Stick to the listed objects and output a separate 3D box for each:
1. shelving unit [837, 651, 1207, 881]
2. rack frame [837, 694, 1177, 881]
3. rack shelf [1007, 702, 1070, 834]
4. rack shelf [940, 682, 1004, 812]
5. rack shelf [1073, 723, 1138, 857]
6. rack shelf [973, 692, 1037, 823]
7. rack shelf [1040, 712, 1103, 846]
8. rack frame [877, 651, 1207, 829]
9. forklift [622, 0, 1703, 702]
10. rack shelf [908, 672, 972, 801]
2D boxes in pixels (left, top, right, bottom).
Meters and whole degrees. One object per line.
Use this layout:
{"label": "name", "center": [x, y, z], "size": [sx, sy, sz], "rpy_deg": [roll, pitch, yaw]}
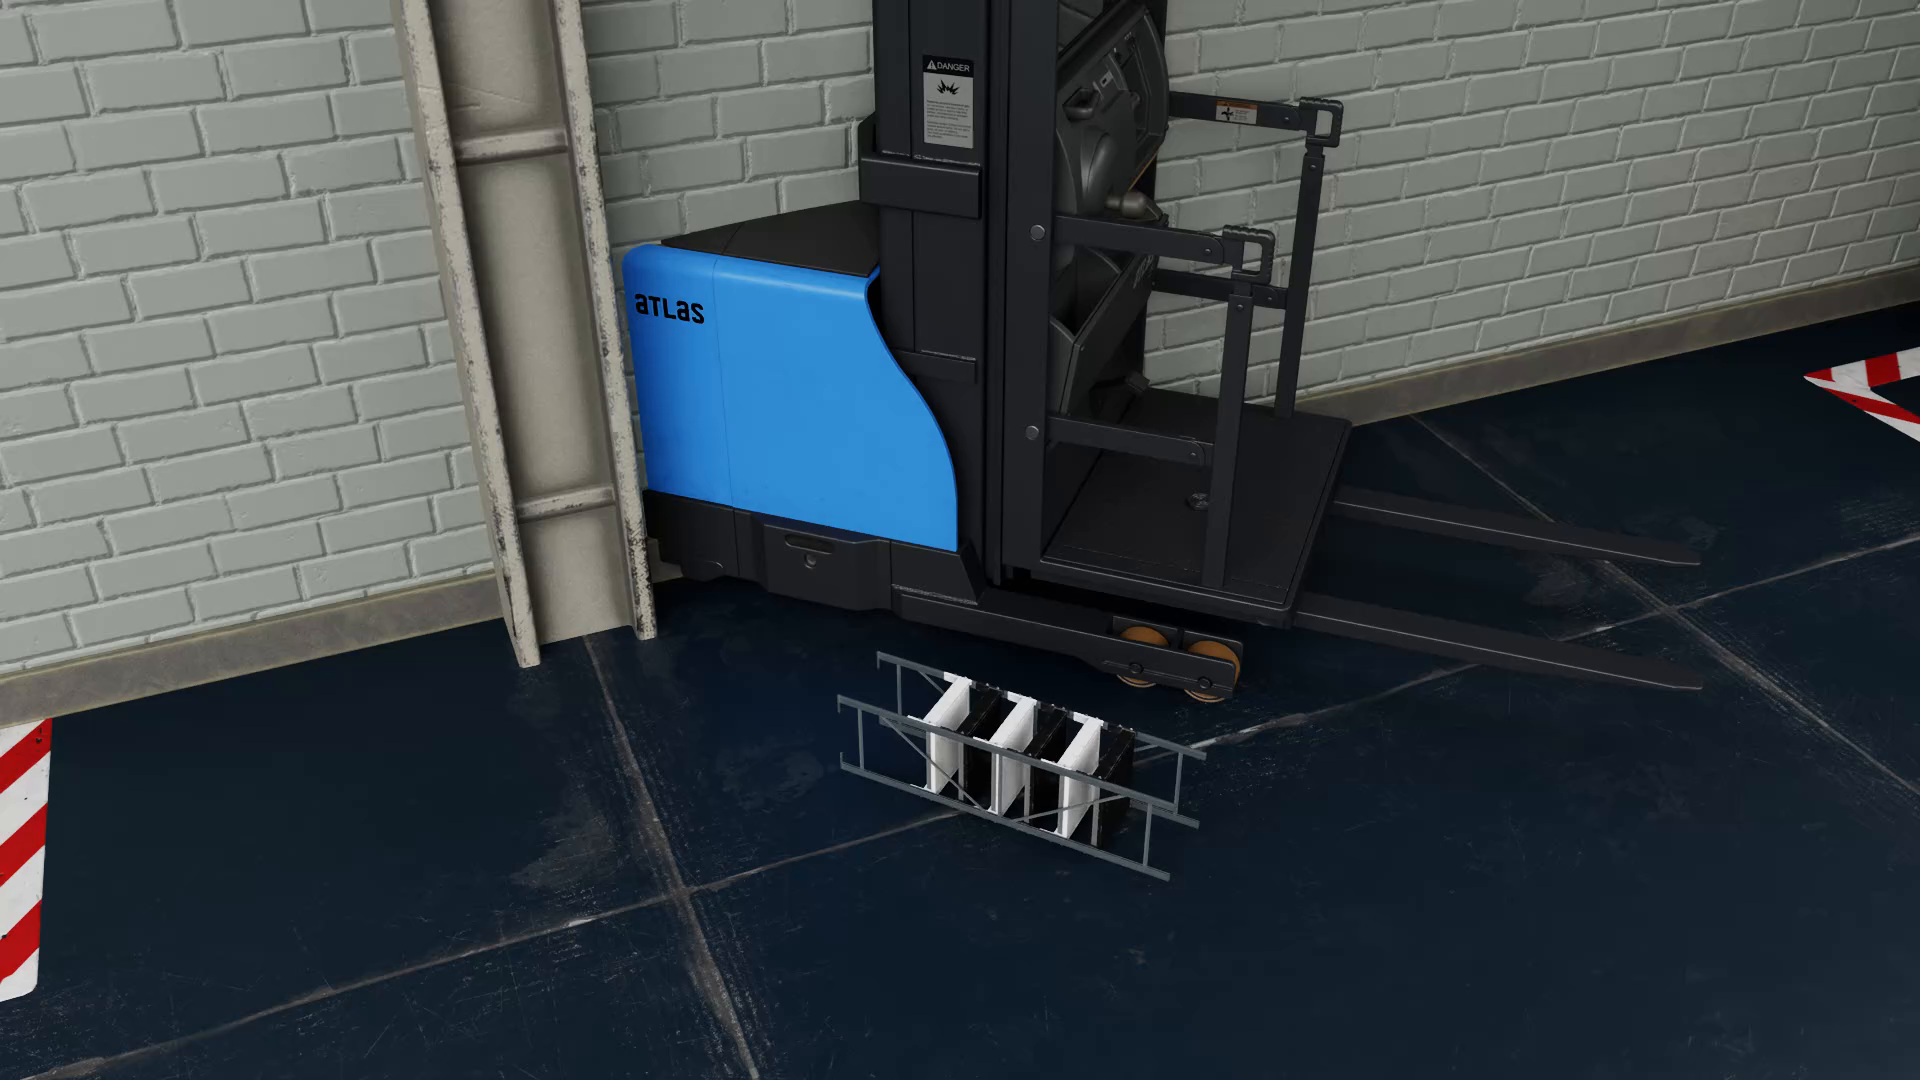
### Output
{"label": "shelving unit", "center": [0.141, 0.550, 4.135], "size": [0.900, 0.258, 0.210], "rpy_deg": [15, 36, 22]}
{"label": "rack frame", "center": [0.095, 0.599, 4.059], "size": [0.900, 0.240, 0.006], "rpy_deg": [15, 36, 22]}
{"label": "rack shelf", "center": [0.192, 0.564, 4.114], "size": [0.077, 0.258, 0.200], "rpy_deg": [15, 36, 22]}
{"label": "rack shelf", "center": [0.031, 0.519, 4.182], "size": [0.077, 0.258, 0.200], "rpy_deg": [15, 36, 22]}
{"label": "rack shelf", "center": [0.353, 0.608, 4.046], "size": [0.077, 0.258, 0.200], "rpy_deg": [15, 36, 22]}
{"label": "rack shelf", "center": [0.112, 0.541, 4.148], "size": [0.077, 0.258, 0.200], "rpy_deg": [15, 36, 22]}
{"label": "rack shelf", "center": [0.272, 0.586, 4.080], "size": [0.077, 0.258, 0.200], "rpy_deg": [15, 36, 22]}
{"label": "rack frame", "center": [0.187, 0.500, 4.212], "size": [0.900, 0.240, 0.006], "rpy_deg": [15, 36, 22]}
{"label": "forklift", "center": [0.590, -1.111, 4.271], "size": [3.031, 2.935, 1.130], "rpy_deg": [11, 35, 17]}
{"label": "rack shelf", "center": [-0.049, 0.497, 4.216], "size": [0.077, 0.258, 0.200], "rpy_deg": [15, 36, 22]}
